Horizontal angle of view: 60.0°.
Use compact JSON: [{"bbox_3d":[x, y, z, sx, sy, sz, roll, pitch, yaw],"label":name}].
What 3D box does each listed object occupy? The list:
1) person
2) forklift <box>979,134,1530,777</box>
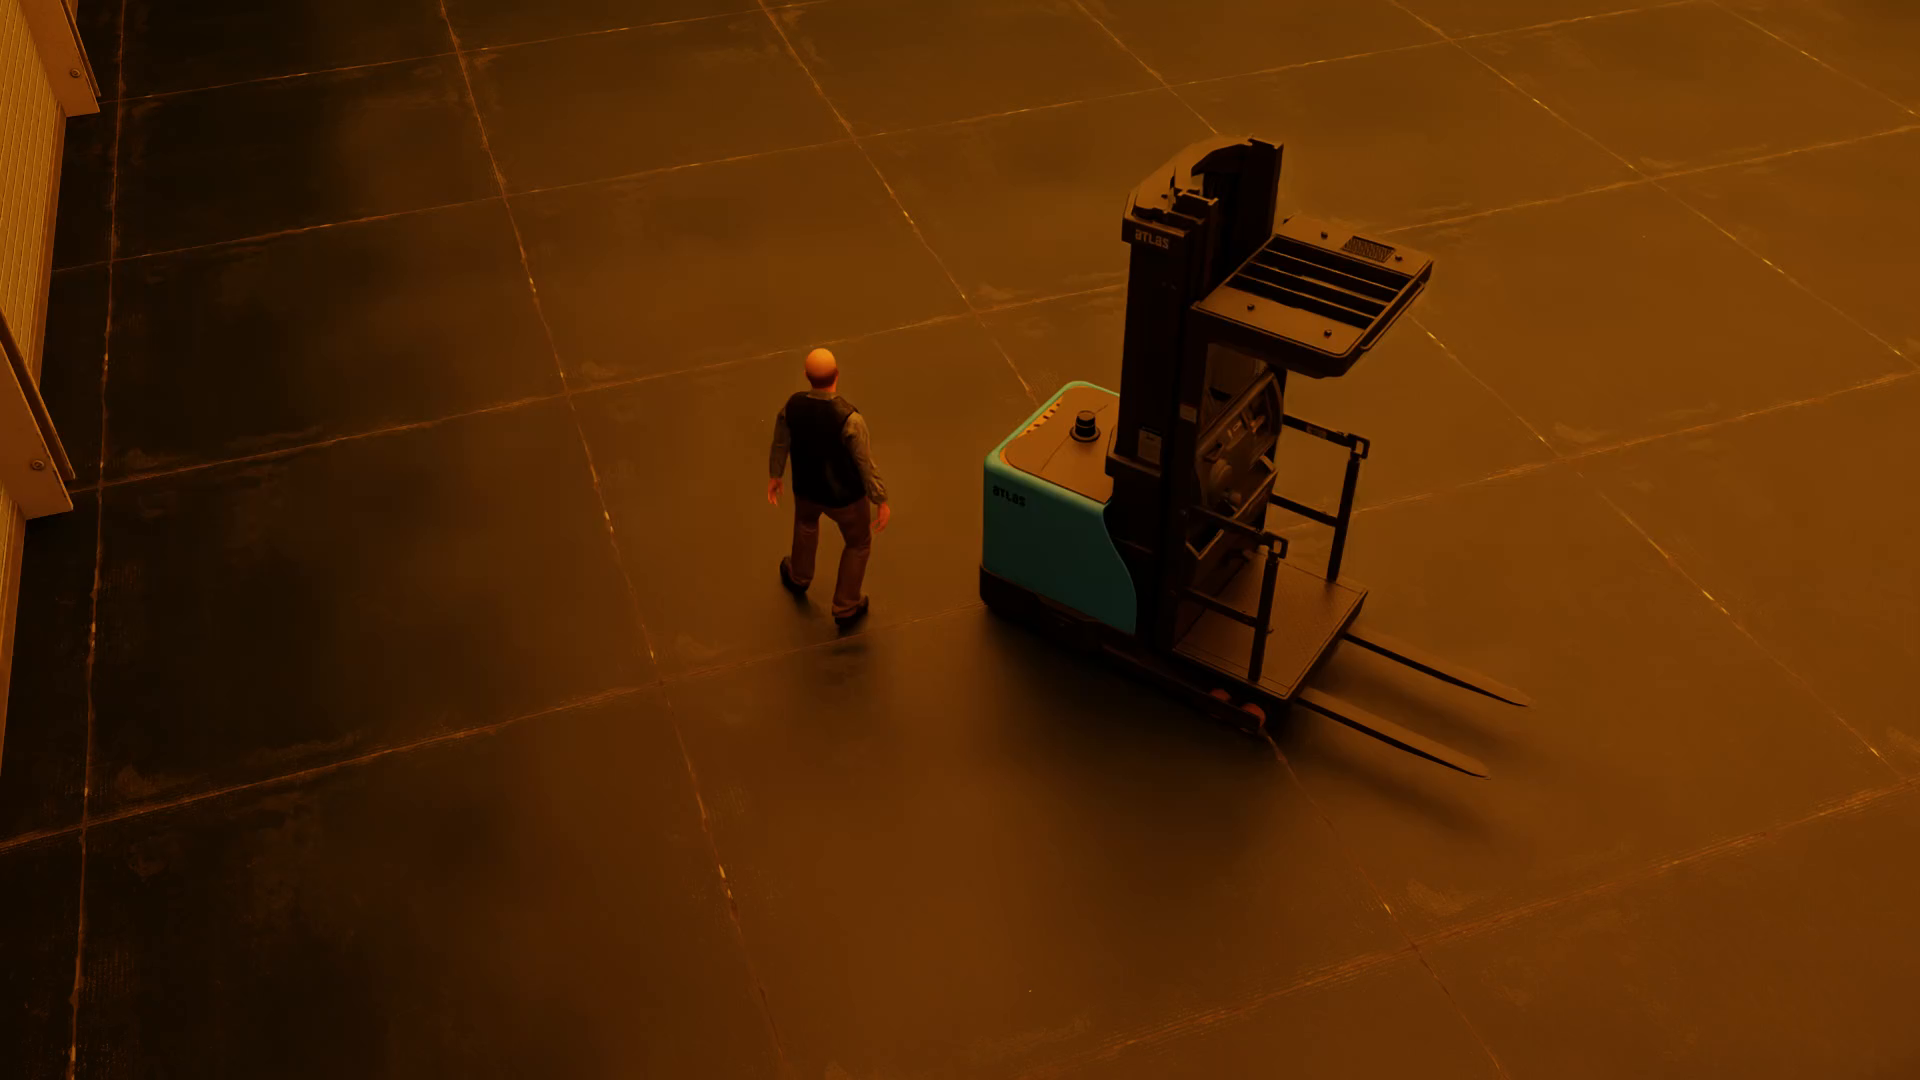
[{"bbox_3d":[-0.748,-0.287,9.265,0.860,1.689,0.399,18,43,21],"label":"person"},{"bbox_3d":[1.619,-0.467,8.552,3.031,2.935,1.130,24,45,26],"label":"forklift"}]
